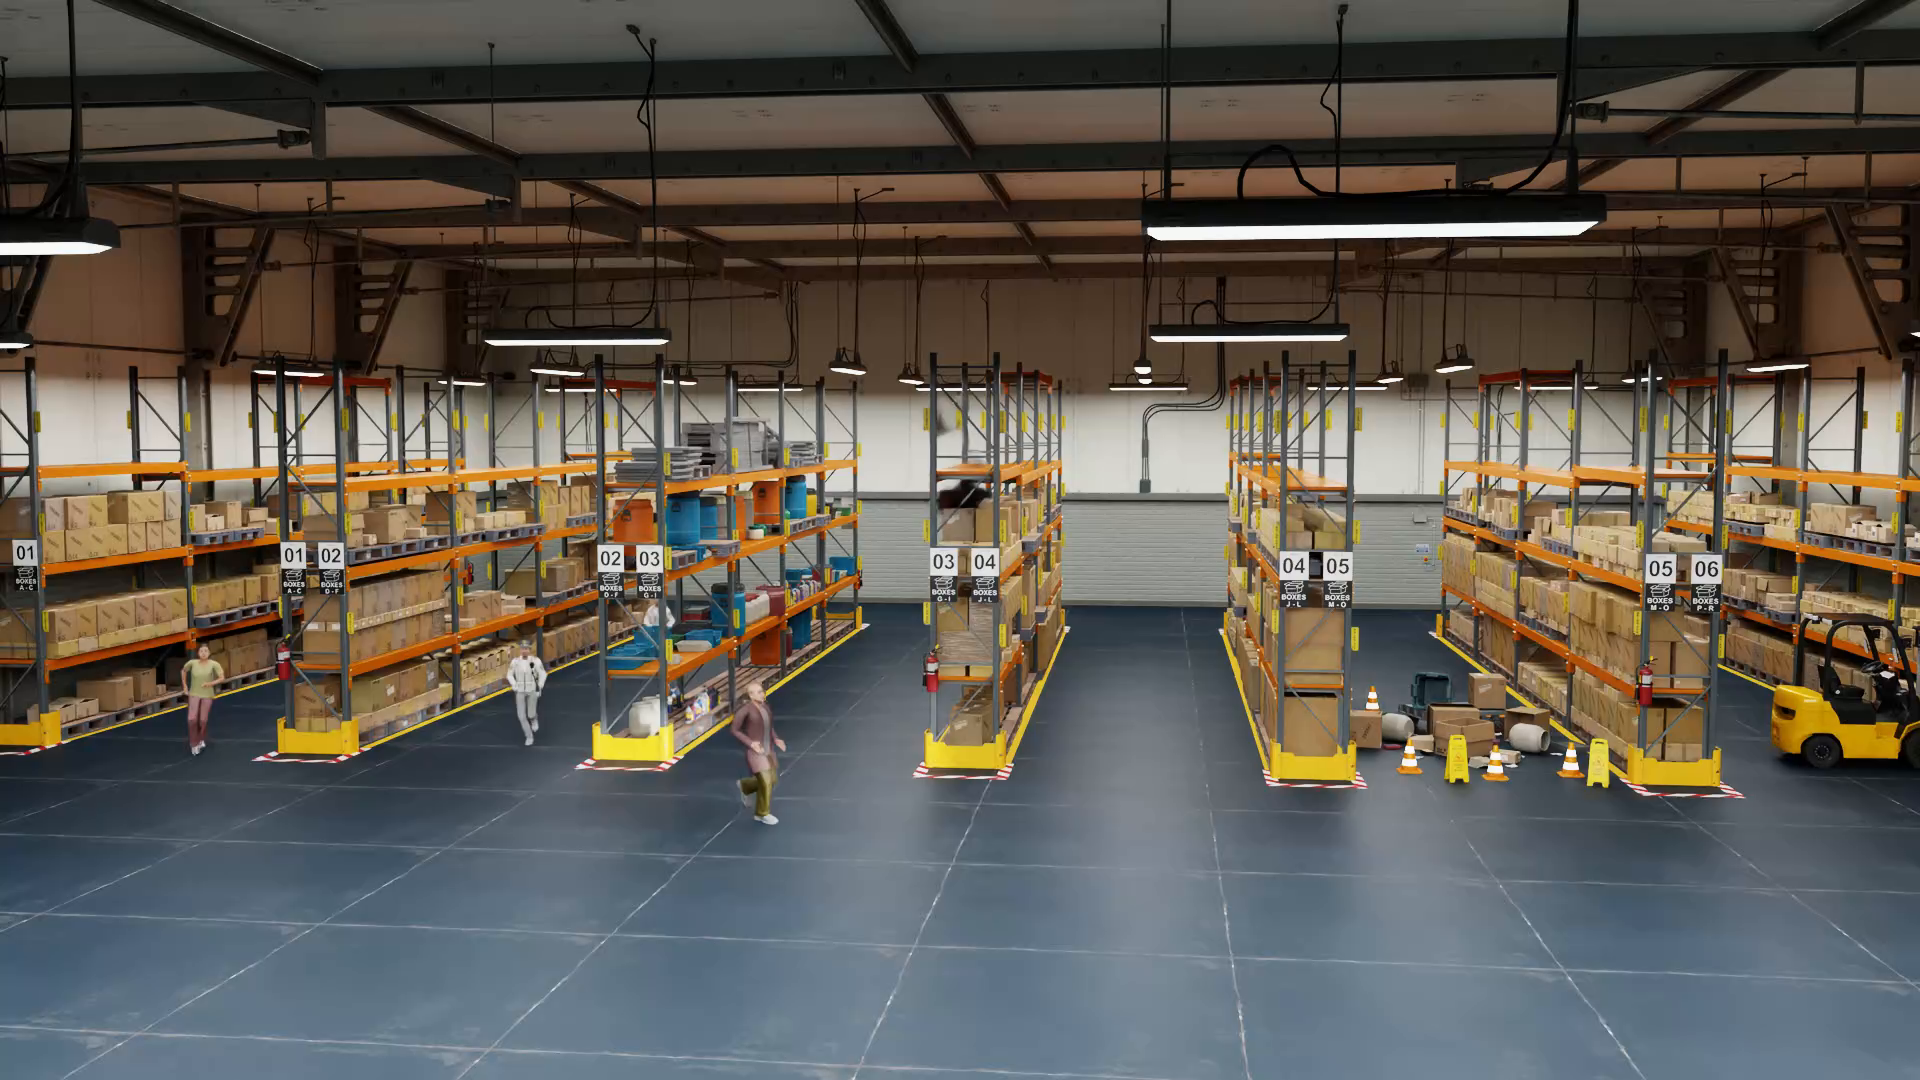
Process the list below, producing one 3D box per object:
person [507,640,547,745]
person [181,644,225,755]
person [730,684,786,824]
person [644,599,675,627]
[{"bbox_3d":[-6.758,2.359,25.901,0.605,1.644,0.543,0,4,-4],"label":"person"},{"bbox_3d":[-11.488,2.422,25.264,0.614,1.735,0.638,-1,4,-19],"label":"person"},{"bbox_3d":[-2.580,2.669,20.875,0.720,1.743,0.712,3,5,33],"label":"person"},{"bbox_3d":[-6.002,1.850,33.050,0.616,1.659,0.554,1,4,9],"label":"person"}]
